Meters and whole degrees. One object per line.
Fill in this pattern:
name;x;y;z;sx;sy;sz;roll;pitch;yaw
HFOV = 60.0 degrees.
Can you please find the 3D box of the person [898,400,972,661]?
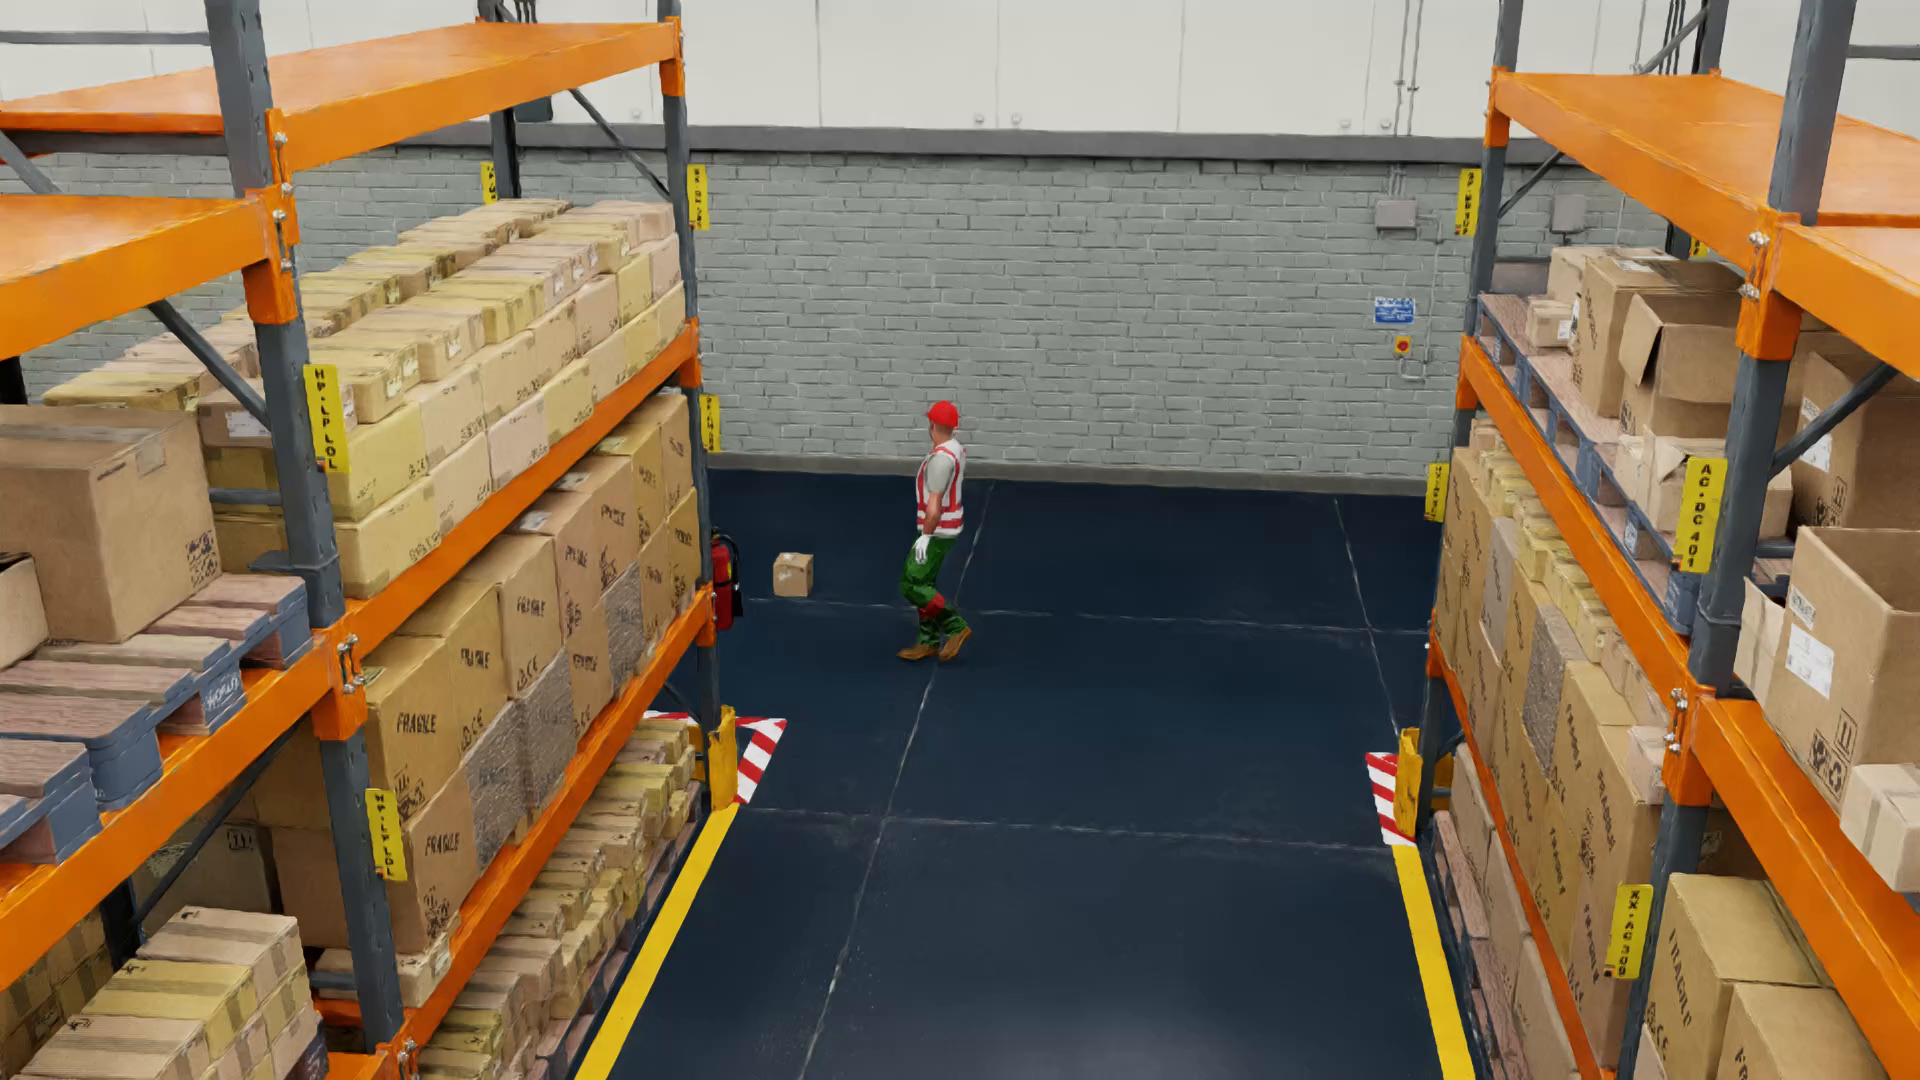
person;-0.160;-0.055;11.232;0.516;1.762;0.649;1;21;4
